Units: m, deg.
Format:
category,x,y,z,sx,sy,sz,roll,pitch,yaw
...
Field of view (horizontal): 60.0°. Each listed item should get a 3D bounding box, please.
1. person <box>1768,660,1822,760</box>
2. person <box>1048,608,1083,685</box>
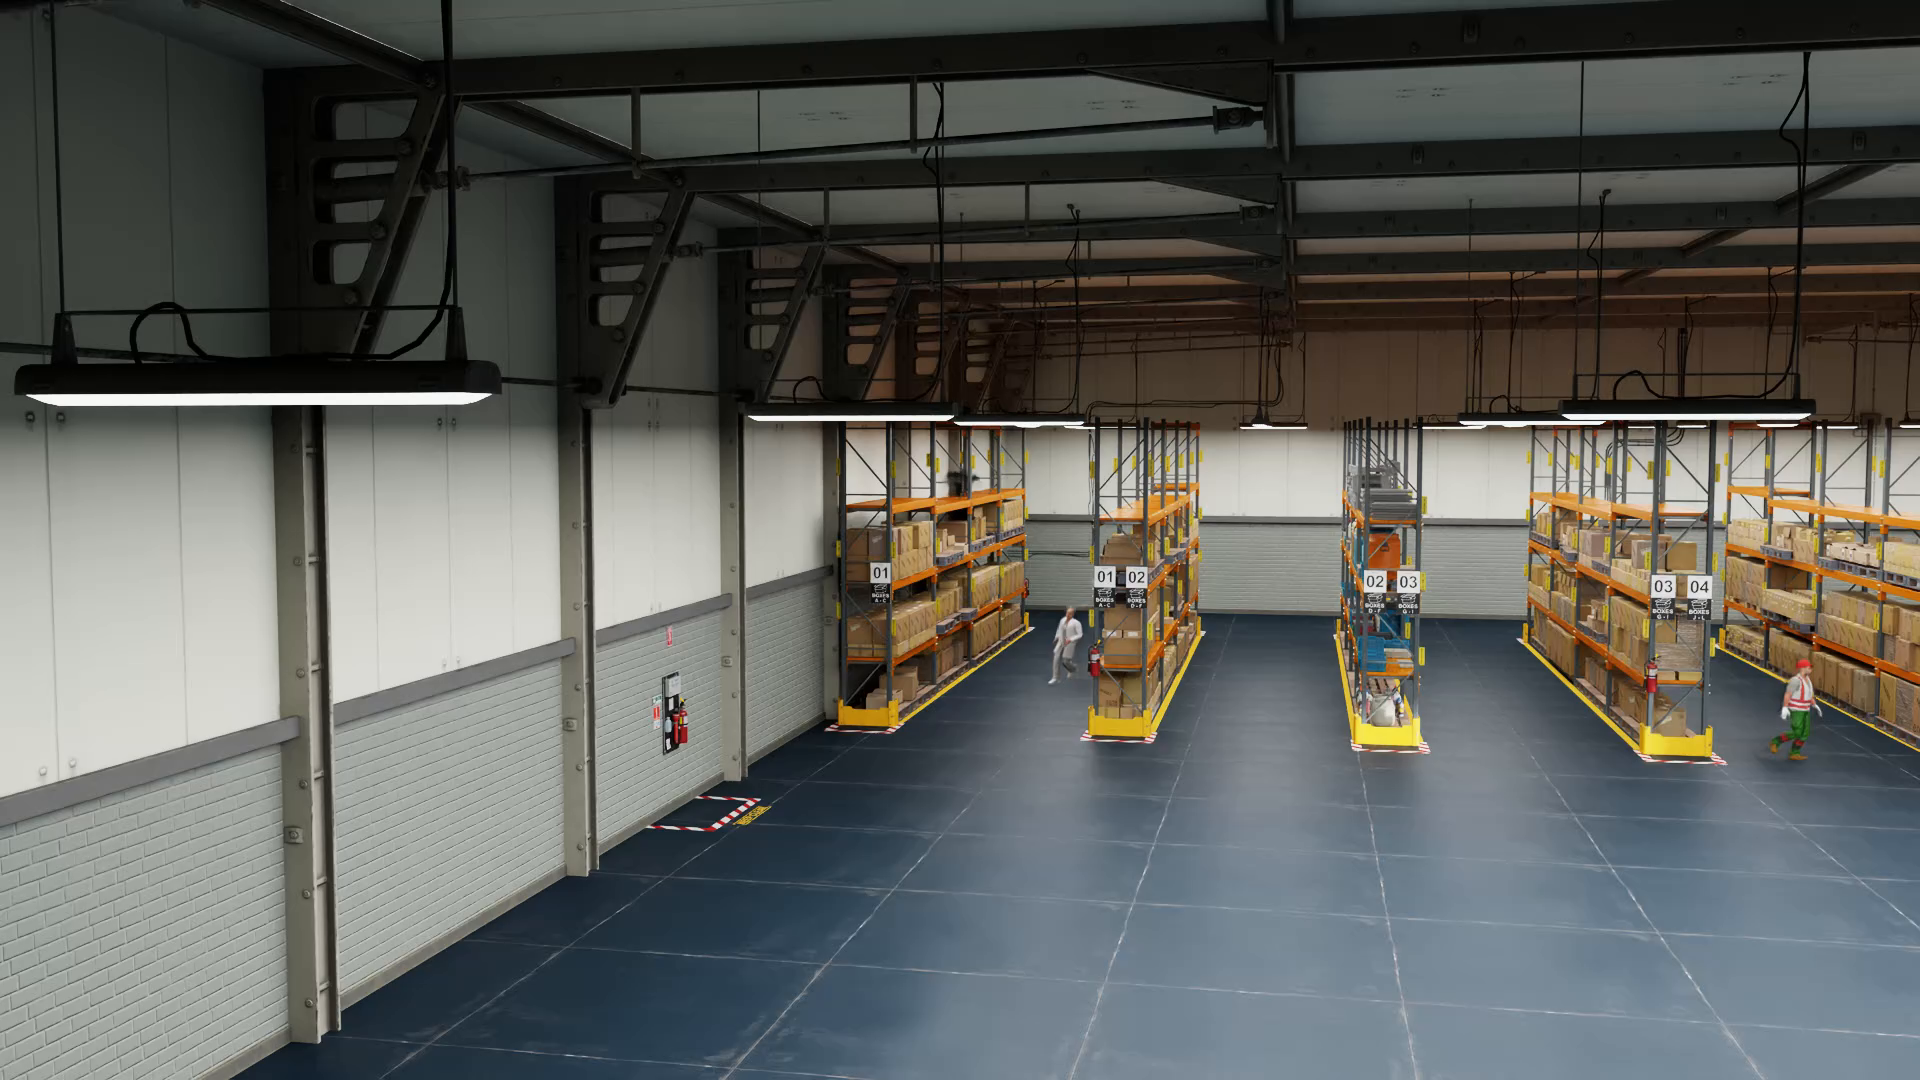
category,x,y,z,sx,sy,sz,roll,pitch,yaw
person,14.569,2.955,29.025,0.703,1.757,0.693,-3,5,-39
person,2.449,2.403,37.763,0.745,1.730,0.860,3,5,36
